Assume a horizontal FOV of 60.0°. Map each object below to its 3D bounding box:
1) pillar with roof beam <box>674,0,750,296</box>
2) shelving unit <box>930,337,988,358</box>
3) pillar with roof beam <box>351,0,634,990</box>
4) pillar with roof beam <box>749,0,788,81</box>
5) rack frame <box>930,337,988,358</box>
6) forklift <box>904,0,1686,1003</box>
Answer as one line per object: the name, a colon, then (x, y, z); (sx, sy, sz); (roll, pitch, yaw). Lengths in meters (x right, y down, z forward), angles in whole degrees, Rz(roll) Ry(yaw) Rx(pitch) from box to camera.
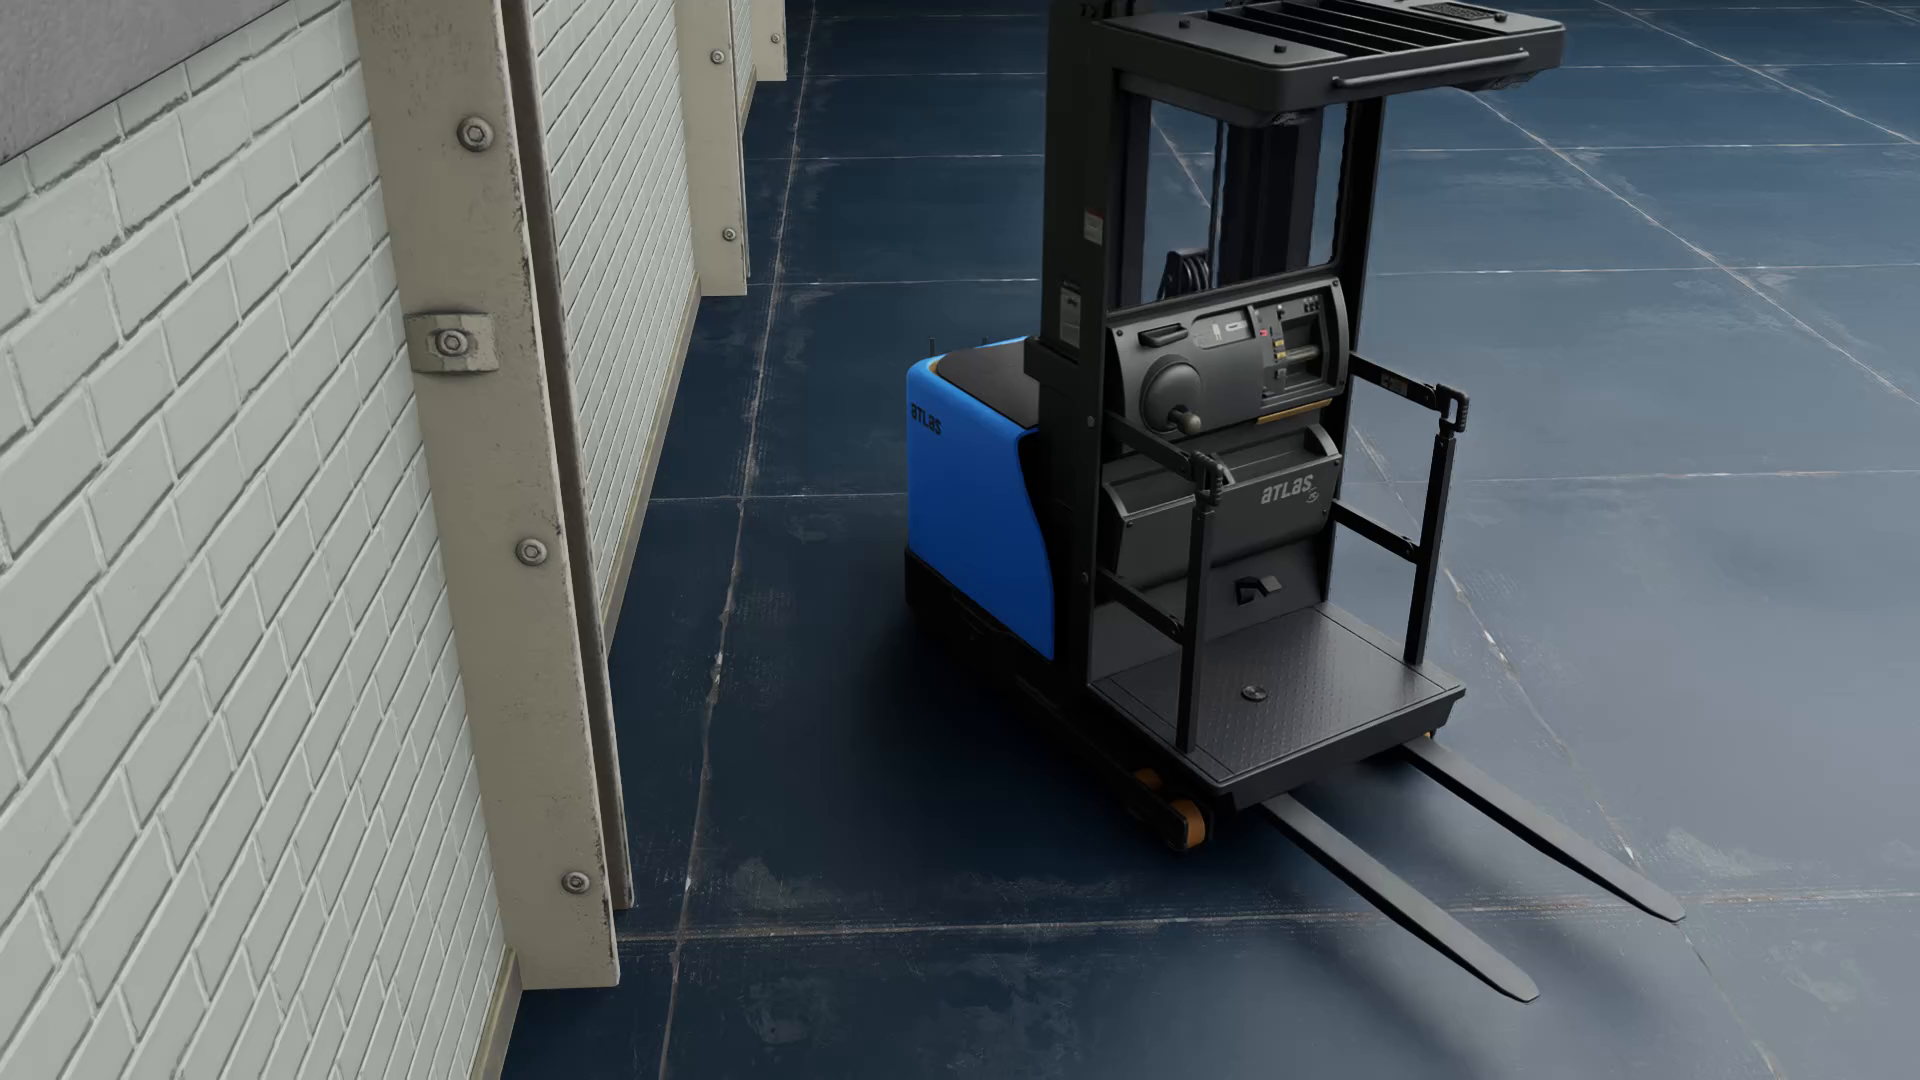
pillar with roof beam: (2.836, -5.669, 8.388); (9.100, 9.000, 0.400); (-1, 28, -3)
shelving unit: (0.000, -0.395, 7.035); (0.258, 0.900, 0.210); (-1, 28, -3)
pillar with roof beam: (3.149, -2.898, 3.075); (9.100, 9.000, 0.400); (-1, 28, -3)
pillar with roof beam: (2.523, -8.439, 13.700); (9.100, 9.000, 0.400); (-1, 28, -3)
rack frame: (-0.005, -0.442, 7.125); (0.240, 0.900, 0.006); (-1, 28, -3)
forklift: (0.986, -0.550, 5.135); (1.130, 2.935, 3.031); (-16, 32, -28)
